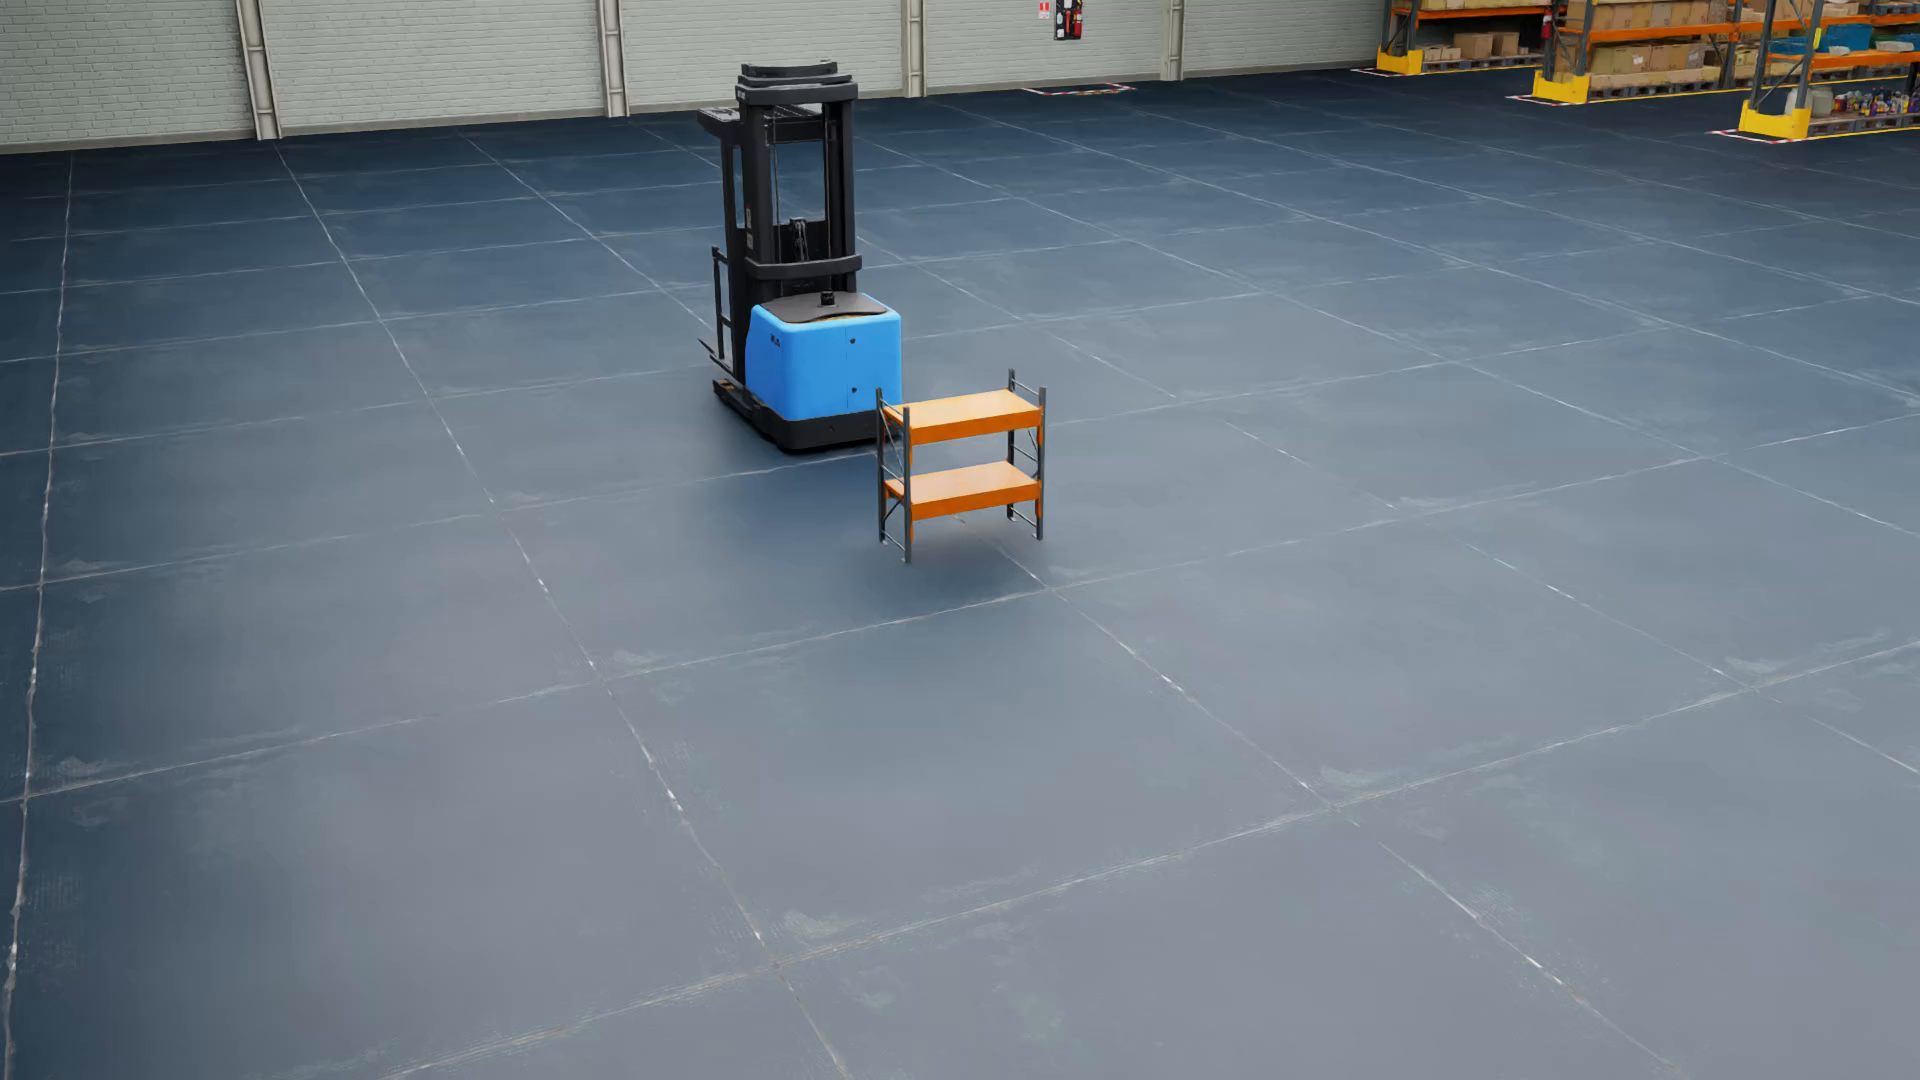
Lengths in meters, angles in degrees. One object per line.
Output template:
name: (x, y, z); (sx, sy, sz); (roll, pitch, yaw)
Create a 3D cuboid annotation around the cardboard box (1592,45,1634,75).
cardboard box: (12.829, -9.431, 32.677); (0.500, 0.500, 0.500); (-10, 25, -24)

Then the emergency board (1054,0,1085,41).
emergency board: (2.254, -10.794, 33.904); (0.643, 1.169, 0.194); (-10, 25, -24)

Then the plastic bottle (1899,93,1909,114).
plastic bottle: (16.630, -7.709, 29.339); (0.185, 0.351, 0.144); (-11, 25, -24)

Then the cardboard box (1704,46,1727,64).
cardboard box: (15.645, -10.077, 34.486); (0.500, 0.311, 0.500); (-10, 25, -24)

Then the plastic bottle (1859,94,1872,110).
plastic bottle: (16.175, -7.826, 29.721); (0.135, 0.276, 0.152); (-10, 25, -24)

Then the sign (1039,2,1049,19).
sign: (1.711, -10.754, 33.761); (0.234, 0.329, 0.001); (-10, 25, -24)

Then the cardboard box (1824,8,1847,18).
cardboard box: (18.318, -11.032, 34.807); (0.250, 0.149, 0.380); (-10, 25, -24)

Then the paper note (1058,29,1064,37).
paper note: (2.065, -10.381, 34.059); (0.142, 0.148, 0.016); (-10, 25, -24)

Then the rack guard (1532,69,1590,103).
rack guard: (11.778, -8.906, 32.612); (0.348, 0.500, 1.175); (-10, 25, -24)

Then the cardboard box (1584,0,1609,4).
cardboard box: (12.247, -10.402, 31.978); (0.250, 0.149, 0.380); (-11, 25, -24)

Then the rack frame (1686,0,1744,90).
rack frame: (15.404, -10.729, 33.746); (0.127, 3.000, 1.000); (-10, 25, -24)

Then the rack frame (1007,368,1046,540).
rack frame: (0.464, -0.605, 11.741); (0.032, 1.125, 0.500); (-10, 25, -24)

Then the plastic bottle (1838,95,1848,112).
plastic bottle: (15.695, -7.757, 29.544); (0.133, 0.283, 0.061); (-10, 25, -24)

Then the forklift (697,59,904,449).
forklift: (-1.543, -2.611, 14.226); (1.130, 2.935, 3.031); (-10, 25, -23)

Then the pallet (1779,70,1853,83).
pallet: (18.250, -9.981, 35.585); (1.213, 0.211, 1.003); (-10, 25, -24)

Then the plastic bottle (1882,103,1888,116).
plastic bottle: (16.202, -7.551, 29.153); (0.097, 0.201, 0.097); (0, 22, 0)

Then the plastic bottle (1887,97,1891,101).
plastic bottle: (16.435, -7.689, 29.379); (0.133, 0.283, 0.061); (-10, 25, -24)

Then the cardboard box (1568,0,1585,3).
cardboard box: (12.061, -10.540, 32.312); (0.250, 0.149, 0.380); (-11, 25, -25)

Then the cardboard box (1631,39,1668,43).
cardboard box: (13.949, -9.864, 33.723); (0.500, 0.500, 0.500); (-10, 25, -24)

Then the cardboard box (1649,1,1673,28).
cardboard box: (13.620, -10.442, 32.923); (0.500, 0.500, 0.700); (-10, 24, -22)

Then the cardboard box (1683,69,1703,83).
cardboard box: (14.626, -9.420, 33.632); (0.500, 0.250, 0.500); (-10, 25, -24)

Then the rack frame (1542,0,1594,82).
rack frame: (11.800, -10.065, 32.143); (0.127, 3.000, 1.000); (-10, 25, -24)

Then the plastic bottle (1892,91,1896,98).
plastic bottle: (16.839, -7.968, 30.053); (0.133, 0.283, 0.061); (-10, 25, -24)

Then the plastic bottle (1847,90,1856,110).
plastic bottle: (15.921, -7.877, 29.745); (0.185, 0.351, 0.144); (-9, 24, -21)

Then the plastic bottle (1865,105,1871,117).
plastic bottle: (15.807, -7.478, 28.978); (0.097, 0.201, 0.097); (0, 22, 0)

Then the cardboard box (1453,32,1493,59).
cardboard box: (11.507, -11.103, 37.343); (0.500, 0.500, 0.700); (-12, 25, -27)

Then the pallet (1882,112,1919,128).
pallet: (16.926, -7.635, 29.920); (1.213, 0.211, 1.003); (-10, 25, -24)

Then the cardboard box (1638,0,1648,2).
cardboard box: (13.176, -10.574, 32.393); (0.250, 0.149, 0.380); (-11, 25, -25)

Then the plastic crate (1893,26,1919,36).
plastic crate: (17.022, -8.949, 29.529); (0.504, 0.338, 0.767); (-10, 25, -24)

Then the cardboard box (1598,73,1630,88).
cardboard box: (12.828, -9.085, 32.822); (0.500, 0.250, 0.500); (-10, 25, -24)

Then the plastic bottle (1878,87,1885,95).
plastic bottle: (16.642, -8.009, 30.065); (0.185, 0.351, 0.144); (-10, 24, -22)

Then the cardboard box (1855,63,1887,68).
cardboard box: (19.542, -10.417, 35.688); (0.500, 0.500, 0.500); (-9, 24, -21)

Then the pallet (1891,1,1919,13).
pallet: (20.759, -11.628, 36.169); (1.213, 0.211, 1.003); (-10, 25, -24)

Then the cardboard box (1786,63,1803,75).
cardboard box: (17.260, -9.889, 34.764); (0.500, 0.250, 0.500); (-10, 24, -23)

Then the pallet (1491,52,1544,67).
pallet: (12.662, -11.023, 38.104); (1.213, 0.211, 1.003); (-10, 25, -24)

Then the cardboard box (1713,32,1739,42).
cardboard box: (18.368, -12.519, 40.334); (0.750, 0.750, 0.750); (-11, 25, -24)

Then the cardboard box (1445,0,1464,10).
cardboard box: (10.687, -11.774, 36.442); (0.500, 0.250, 0.500); (-11, 25, -25)

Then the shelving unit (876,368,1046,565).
shelving unit: (0.006, -0.521, 11.538); (1.048, 1.125, 0.538); (-10, 25, -24)

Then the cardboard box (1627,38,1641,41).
cardboard box: (15.716, -11.964, 39.424); (0.500, 0.500, 0.700); (-10, 25, -24)

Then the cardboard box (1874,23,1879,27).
cardboard box: (23.027, -13.231, 42.511); (0.500, 0.500, 0.700); (-11, 25, -24)

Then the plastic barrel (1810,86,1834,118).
plastic barrel: (14.956, -7.621, 28.942); (0.421, 0.512, 0.421); (0, 22, 0)

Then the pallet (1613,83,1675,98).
pallet: (13.568, -9.119, 33.503); (1.213, 0.211, 1.003); (-10, 25, -24)

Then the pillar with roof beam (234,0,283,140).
pillar with roof beam: (-9.855, -9.493, 22.918); (0.400, 9.000, 9.100); (-10, 25, -24)

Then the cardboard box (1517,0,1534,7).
cardboard box: (12.504, -12.112, 37.259); (0.500, 0.250, 0.500); (-10, 25, -23)

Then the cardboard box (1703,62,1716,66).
cardboard box: (15.652, -9.821, 34.599); (0.500, 0.250, 0.500); (-11, 25, -24)

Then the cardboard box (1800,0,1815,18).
cardboard box: (17.503, -11.154, 34.644); (0.500, 0.500, 0.500); (-12, 25, -26)

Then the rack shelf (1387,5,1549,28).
rack shelf: (11.450, -11.771, 37.205); (4.000, 0.370, 1.077); (-10, 25, -24)

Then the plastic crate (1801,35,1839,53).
plastic crate: (14.854, -8.581, 28.752); (0.408, 0.251, 0.499); (-10, 25, -24)

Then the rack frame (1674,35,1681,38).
rack frame: (16.856, -13.099, 39.472); (0.127, 3.000, 1.000); (-10, 25, -24)

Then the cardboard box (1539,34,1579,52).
cardboard box: (13.908, -11.611, 38.572); (0.500, 0.500, 0.700); (-10, 24, -22)

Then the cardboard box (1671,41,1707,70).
cardboard box: (14.625, -9.768, 33.490); (0.500, 0.500, 0.500); (-10, 25, -24)
